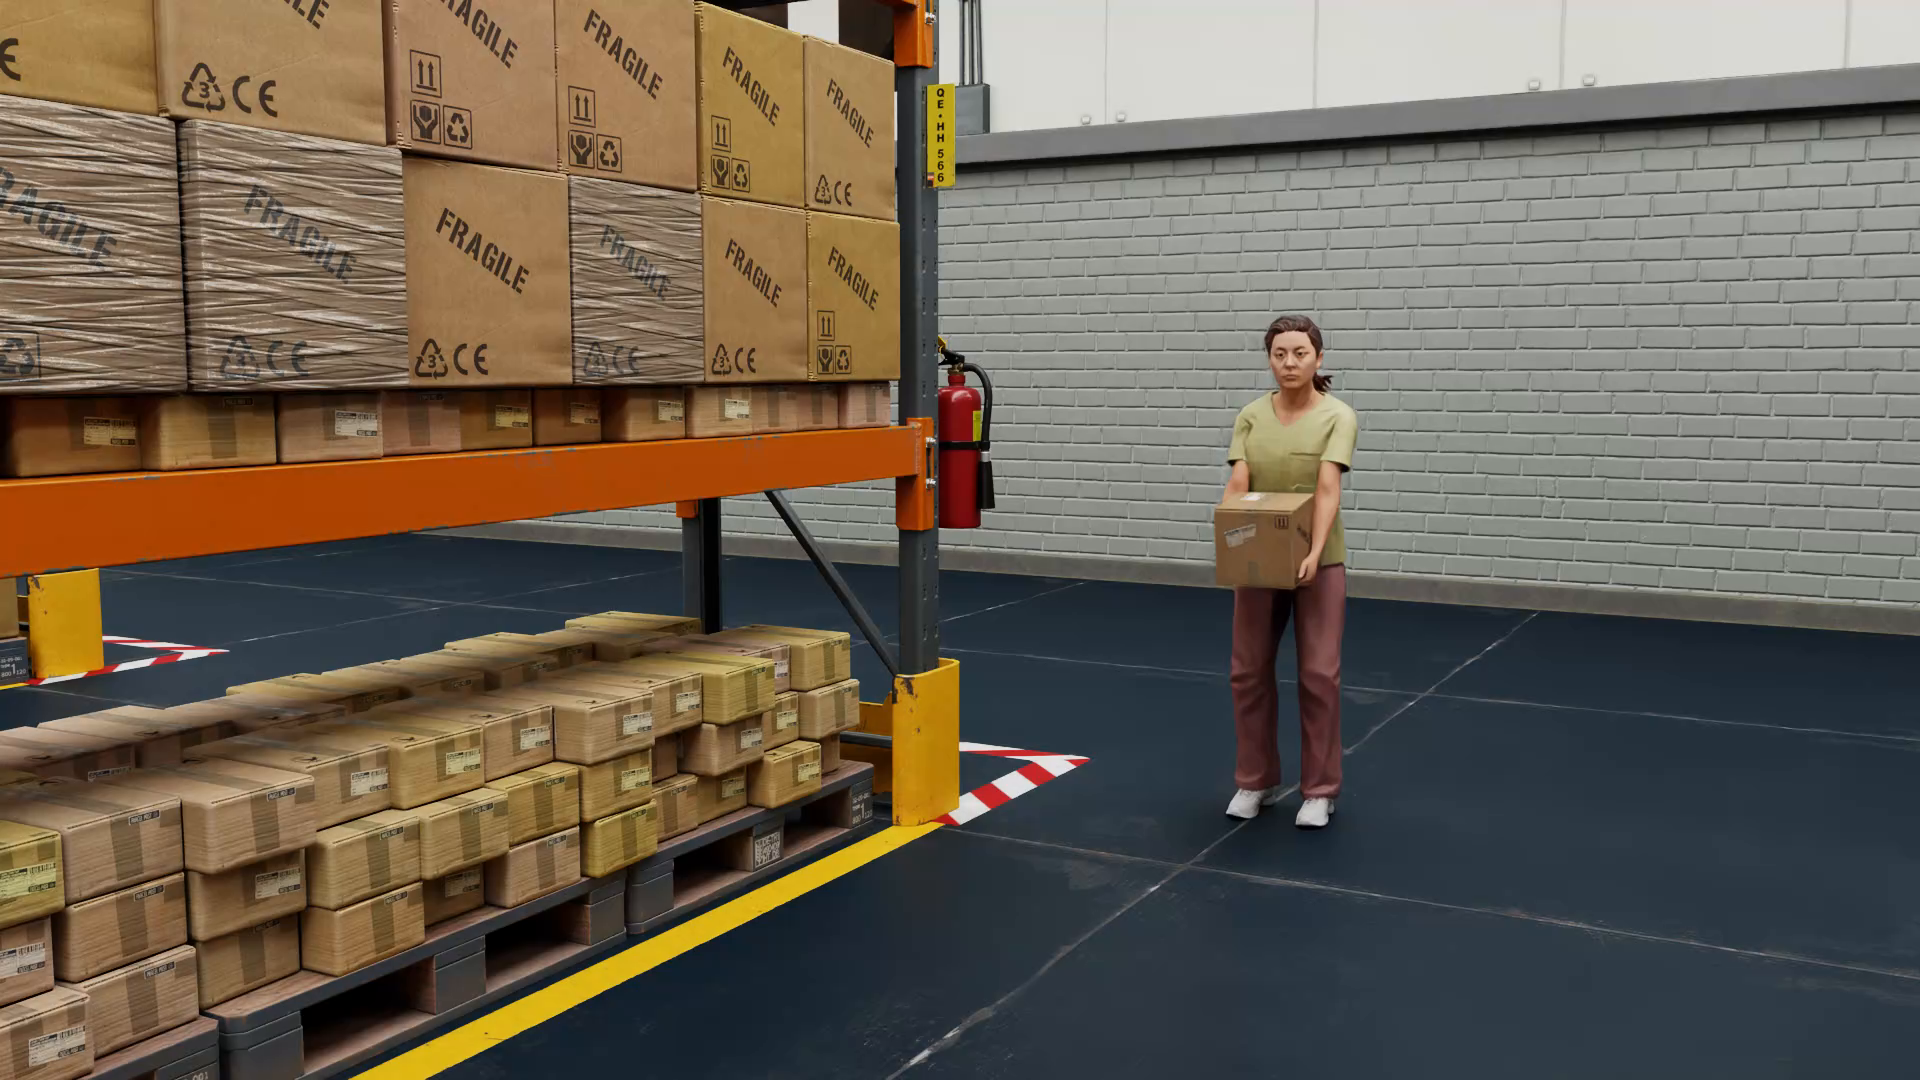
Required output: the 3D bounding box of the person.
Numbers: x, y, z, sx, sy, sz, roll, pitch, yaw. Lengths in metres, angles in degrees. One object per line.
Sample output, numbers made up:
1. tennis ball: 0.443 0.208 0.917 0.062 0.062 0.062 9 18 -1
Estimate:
1. person: 1.059 0.105 5.419 0.408 1.665 0.506 3 7 27
